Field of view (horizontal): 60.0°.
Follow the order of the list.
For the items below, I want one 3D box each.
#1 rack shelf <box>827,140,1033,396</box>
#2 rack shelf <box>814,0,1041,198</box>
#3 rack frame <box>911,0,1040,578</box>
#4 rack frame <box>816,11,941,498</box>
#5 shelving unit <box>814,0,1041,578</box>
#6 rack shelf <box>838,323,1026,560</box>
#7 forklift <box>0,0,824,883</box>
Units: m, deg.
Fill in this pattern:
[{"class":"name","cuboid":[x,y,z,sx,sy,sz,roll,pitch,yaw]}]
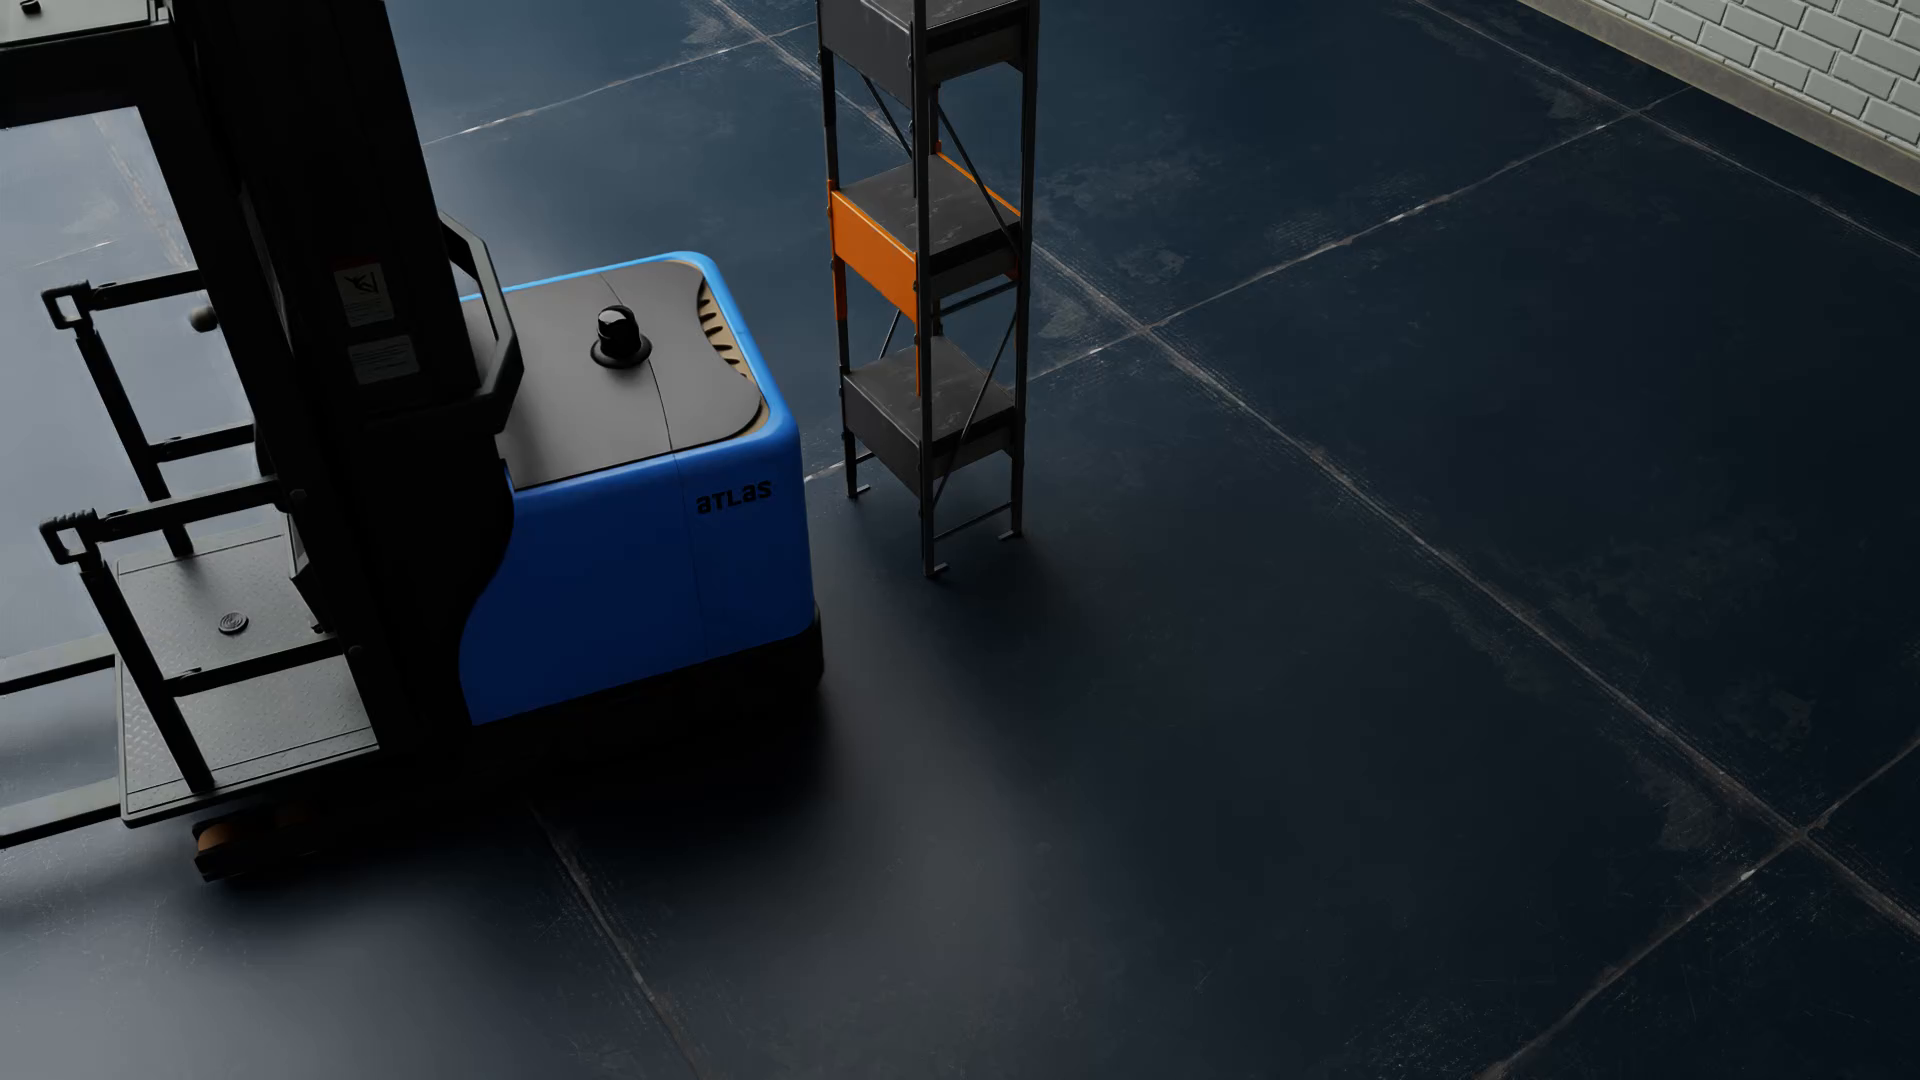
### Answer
[{"class":"rack shelf","cuboid":[-0.095,-0.843,5.133,0.431,0.518,0.480,-26,49,-24]},{"class":"rack shelf","cuboid":[-0.095,-1.350,4.649,0.431,0.518,0.480,-26,49,-24]},{"class":"rack frame","cuboid":[0.045,-0.715,4.978,0.400,2.100,0.015,-26,49,-24]},{"class":"rack frame","cuboid":[-0.234,-0.991,5.268,0.400,2.100,0.015,-26,49,-24]},{"class":"shelving unit","cuboid":[-0.095,-0.853,5.123,0.431,2.100,0.503,-26,49,-24]},{"class":"rack shelf","cuboid":[-0.095,-0.337,5.616,0.431,0.518,0.480,-26,49,-24]},{"class":"forklift","cuboid":[-1.997,-0.515,4.167,3.031,2.935,1.130,-15,46,-15]}]
